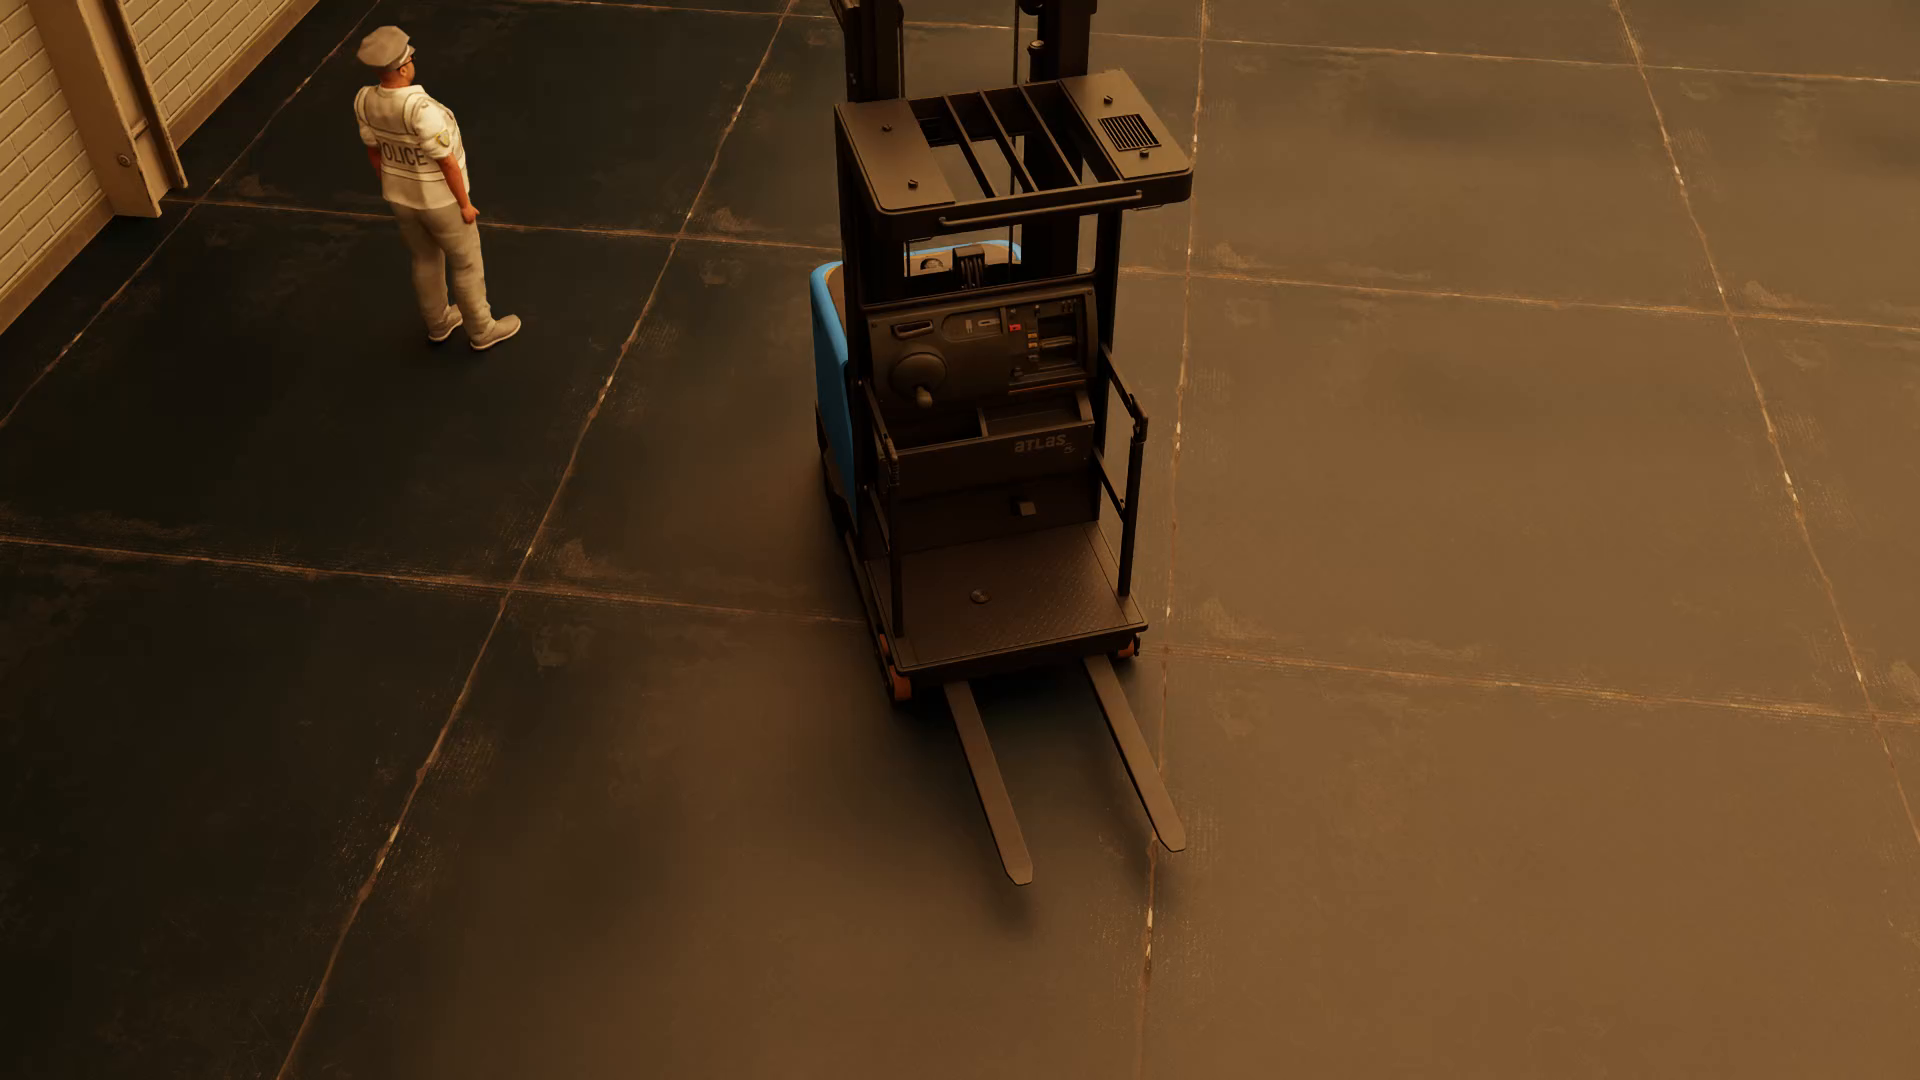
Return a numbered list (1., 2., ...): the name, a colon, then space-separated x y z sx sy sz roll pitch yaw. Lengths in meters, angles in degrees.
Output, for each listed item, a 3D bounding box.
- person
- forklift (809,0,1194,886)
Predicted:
1. person: -2.713 -1.780 8.520 0.522 1.775 0.409 15 45 16
2. forklift: 0.153 -0.681 6.465 1.130 2.935 3.031 -10 44 -11
